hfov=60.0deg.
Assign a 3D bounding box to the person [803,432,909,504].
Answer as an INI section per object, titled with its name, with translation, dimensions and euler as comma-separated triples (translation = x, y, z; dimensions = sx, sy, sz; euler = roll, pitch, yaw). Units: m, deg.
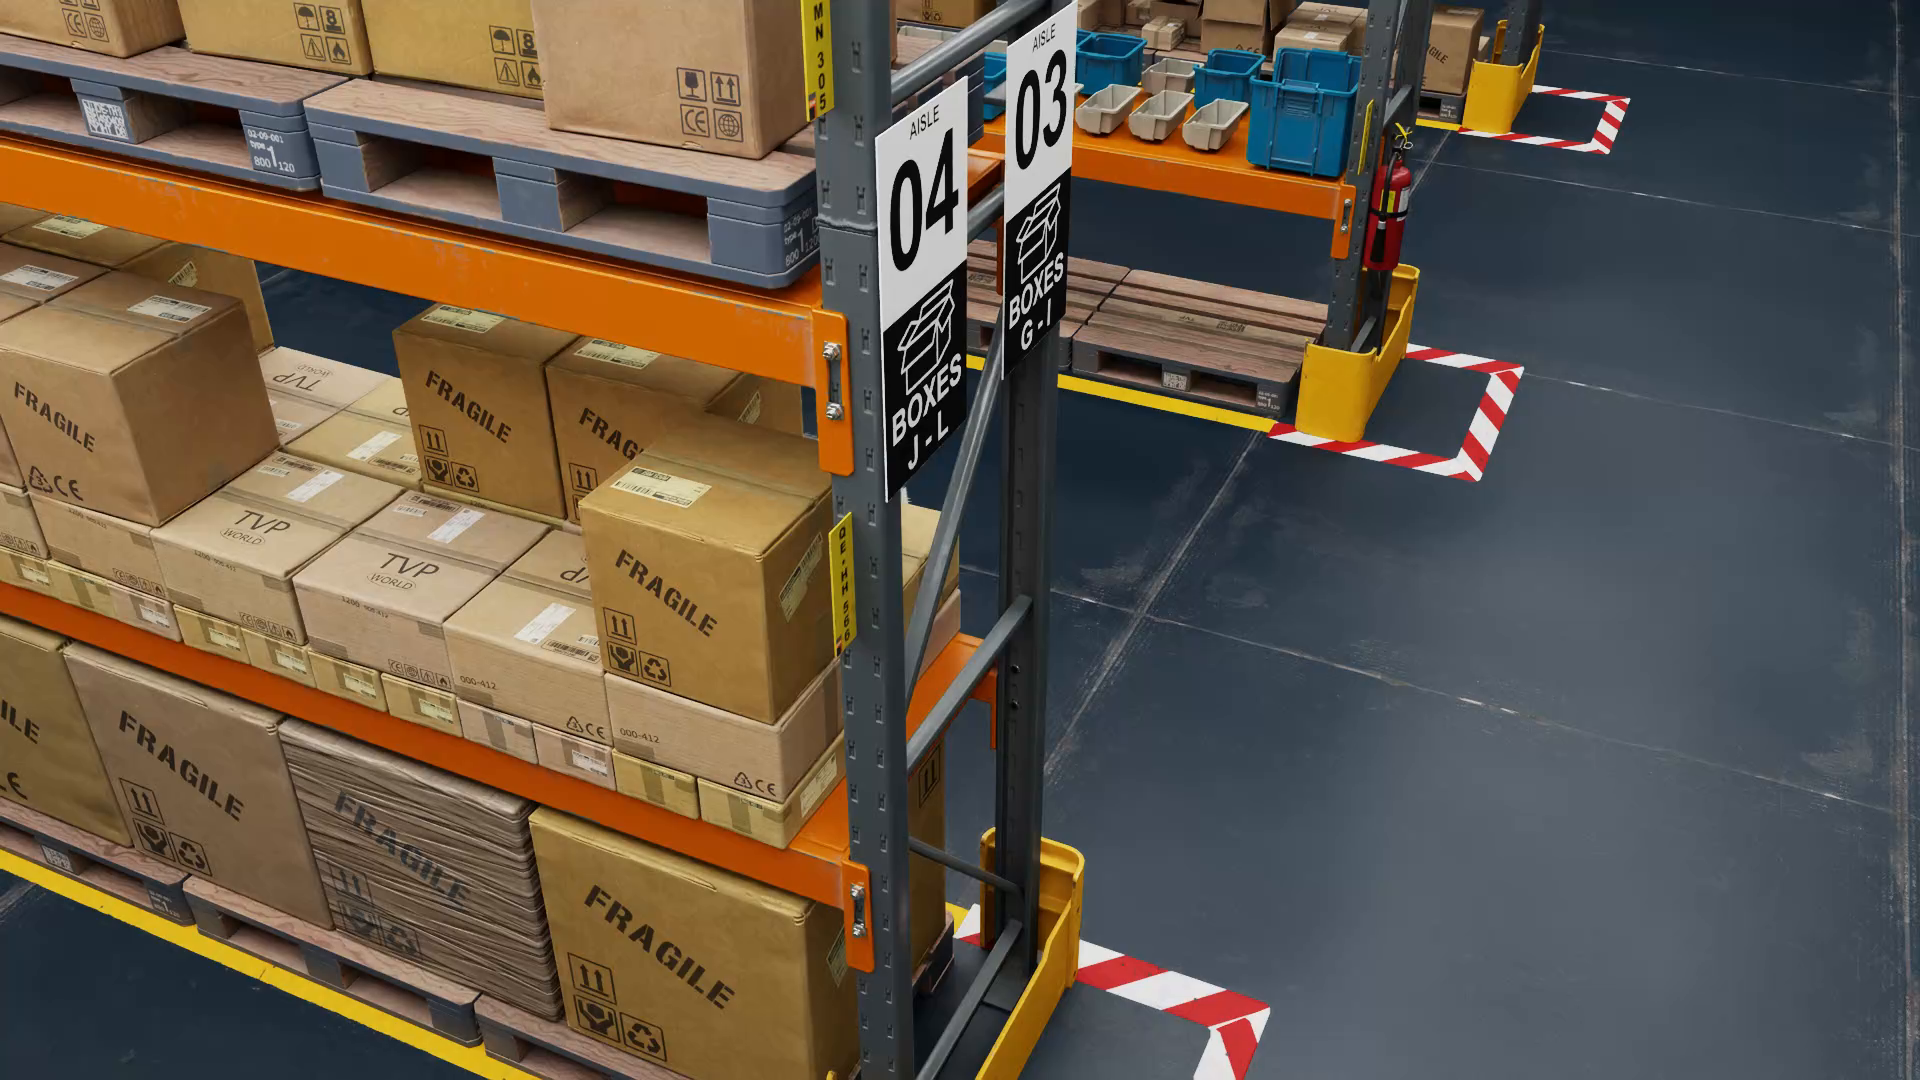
[person]
translation = -0.703, 0.012, 6.787
dimensions = 0.995, 1.014, 0.502
euler = 13, 36, 18
